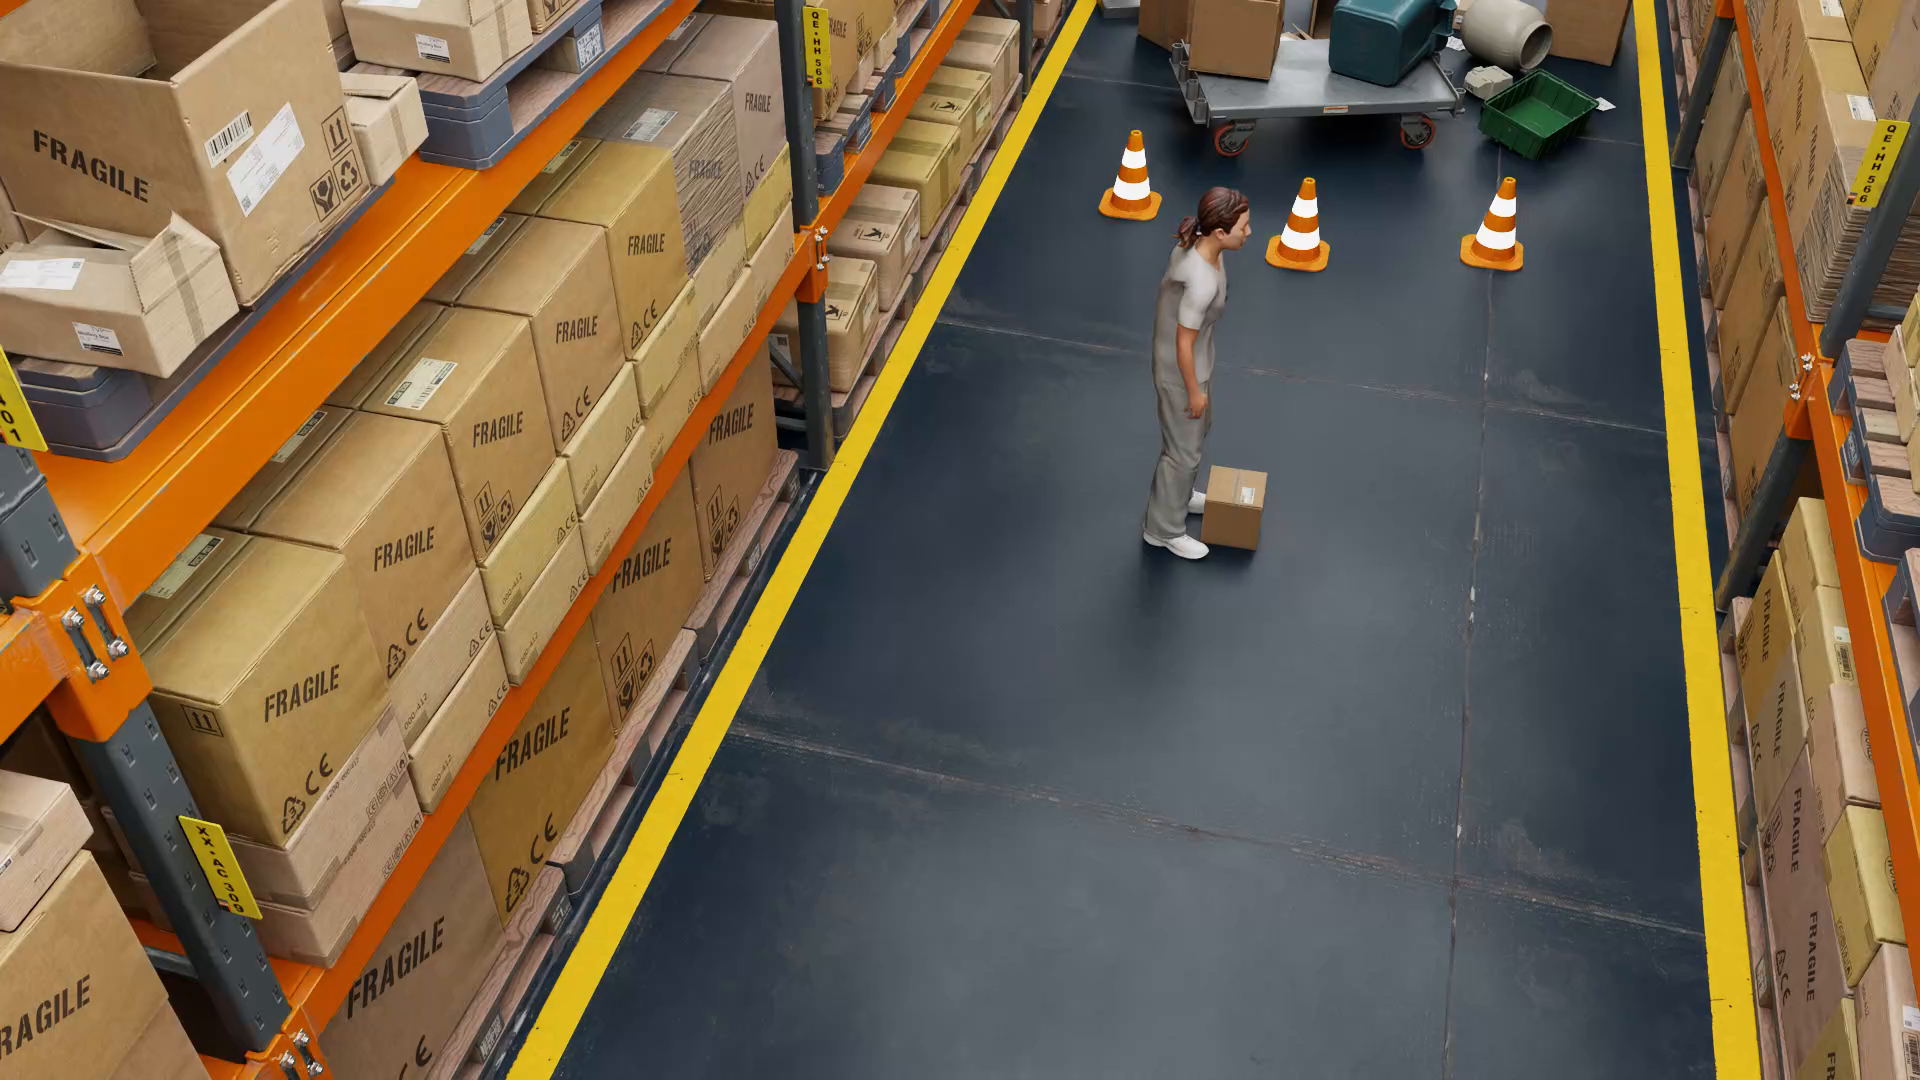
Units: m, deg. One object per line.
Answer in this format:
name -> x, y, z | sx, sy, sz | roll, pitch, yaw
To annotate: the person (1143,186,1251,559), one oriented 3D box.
person -> 0.976, -0.716, 6.979 | 0.355, 1.672, 0.515 | 8, 42, 9
